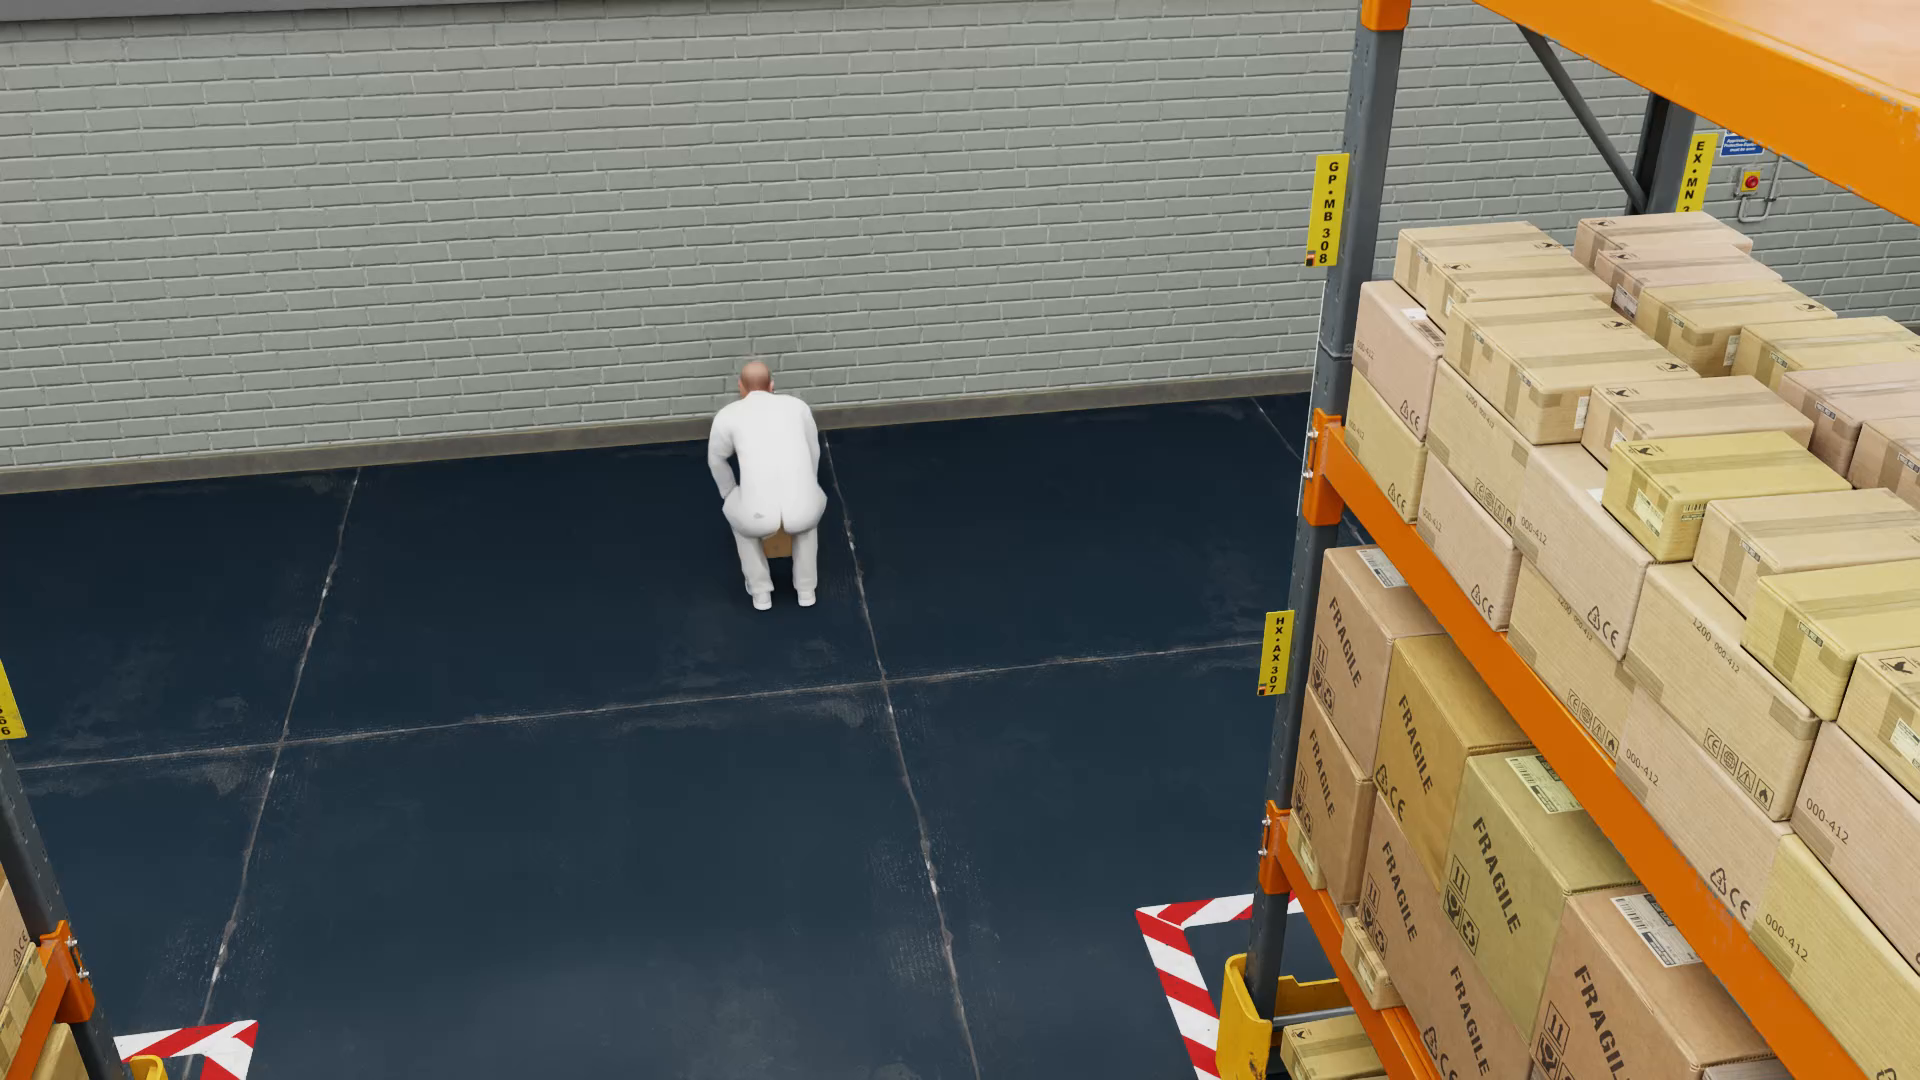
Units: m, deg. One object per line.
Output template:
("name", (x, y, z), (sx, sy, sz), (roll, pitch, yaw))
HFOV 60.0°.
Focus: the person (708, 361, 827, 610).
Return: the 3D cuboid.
("person", (-1.048, -0.275, 9.133), (0.631, 1.271, 0.793), (-5, 31, -9))
